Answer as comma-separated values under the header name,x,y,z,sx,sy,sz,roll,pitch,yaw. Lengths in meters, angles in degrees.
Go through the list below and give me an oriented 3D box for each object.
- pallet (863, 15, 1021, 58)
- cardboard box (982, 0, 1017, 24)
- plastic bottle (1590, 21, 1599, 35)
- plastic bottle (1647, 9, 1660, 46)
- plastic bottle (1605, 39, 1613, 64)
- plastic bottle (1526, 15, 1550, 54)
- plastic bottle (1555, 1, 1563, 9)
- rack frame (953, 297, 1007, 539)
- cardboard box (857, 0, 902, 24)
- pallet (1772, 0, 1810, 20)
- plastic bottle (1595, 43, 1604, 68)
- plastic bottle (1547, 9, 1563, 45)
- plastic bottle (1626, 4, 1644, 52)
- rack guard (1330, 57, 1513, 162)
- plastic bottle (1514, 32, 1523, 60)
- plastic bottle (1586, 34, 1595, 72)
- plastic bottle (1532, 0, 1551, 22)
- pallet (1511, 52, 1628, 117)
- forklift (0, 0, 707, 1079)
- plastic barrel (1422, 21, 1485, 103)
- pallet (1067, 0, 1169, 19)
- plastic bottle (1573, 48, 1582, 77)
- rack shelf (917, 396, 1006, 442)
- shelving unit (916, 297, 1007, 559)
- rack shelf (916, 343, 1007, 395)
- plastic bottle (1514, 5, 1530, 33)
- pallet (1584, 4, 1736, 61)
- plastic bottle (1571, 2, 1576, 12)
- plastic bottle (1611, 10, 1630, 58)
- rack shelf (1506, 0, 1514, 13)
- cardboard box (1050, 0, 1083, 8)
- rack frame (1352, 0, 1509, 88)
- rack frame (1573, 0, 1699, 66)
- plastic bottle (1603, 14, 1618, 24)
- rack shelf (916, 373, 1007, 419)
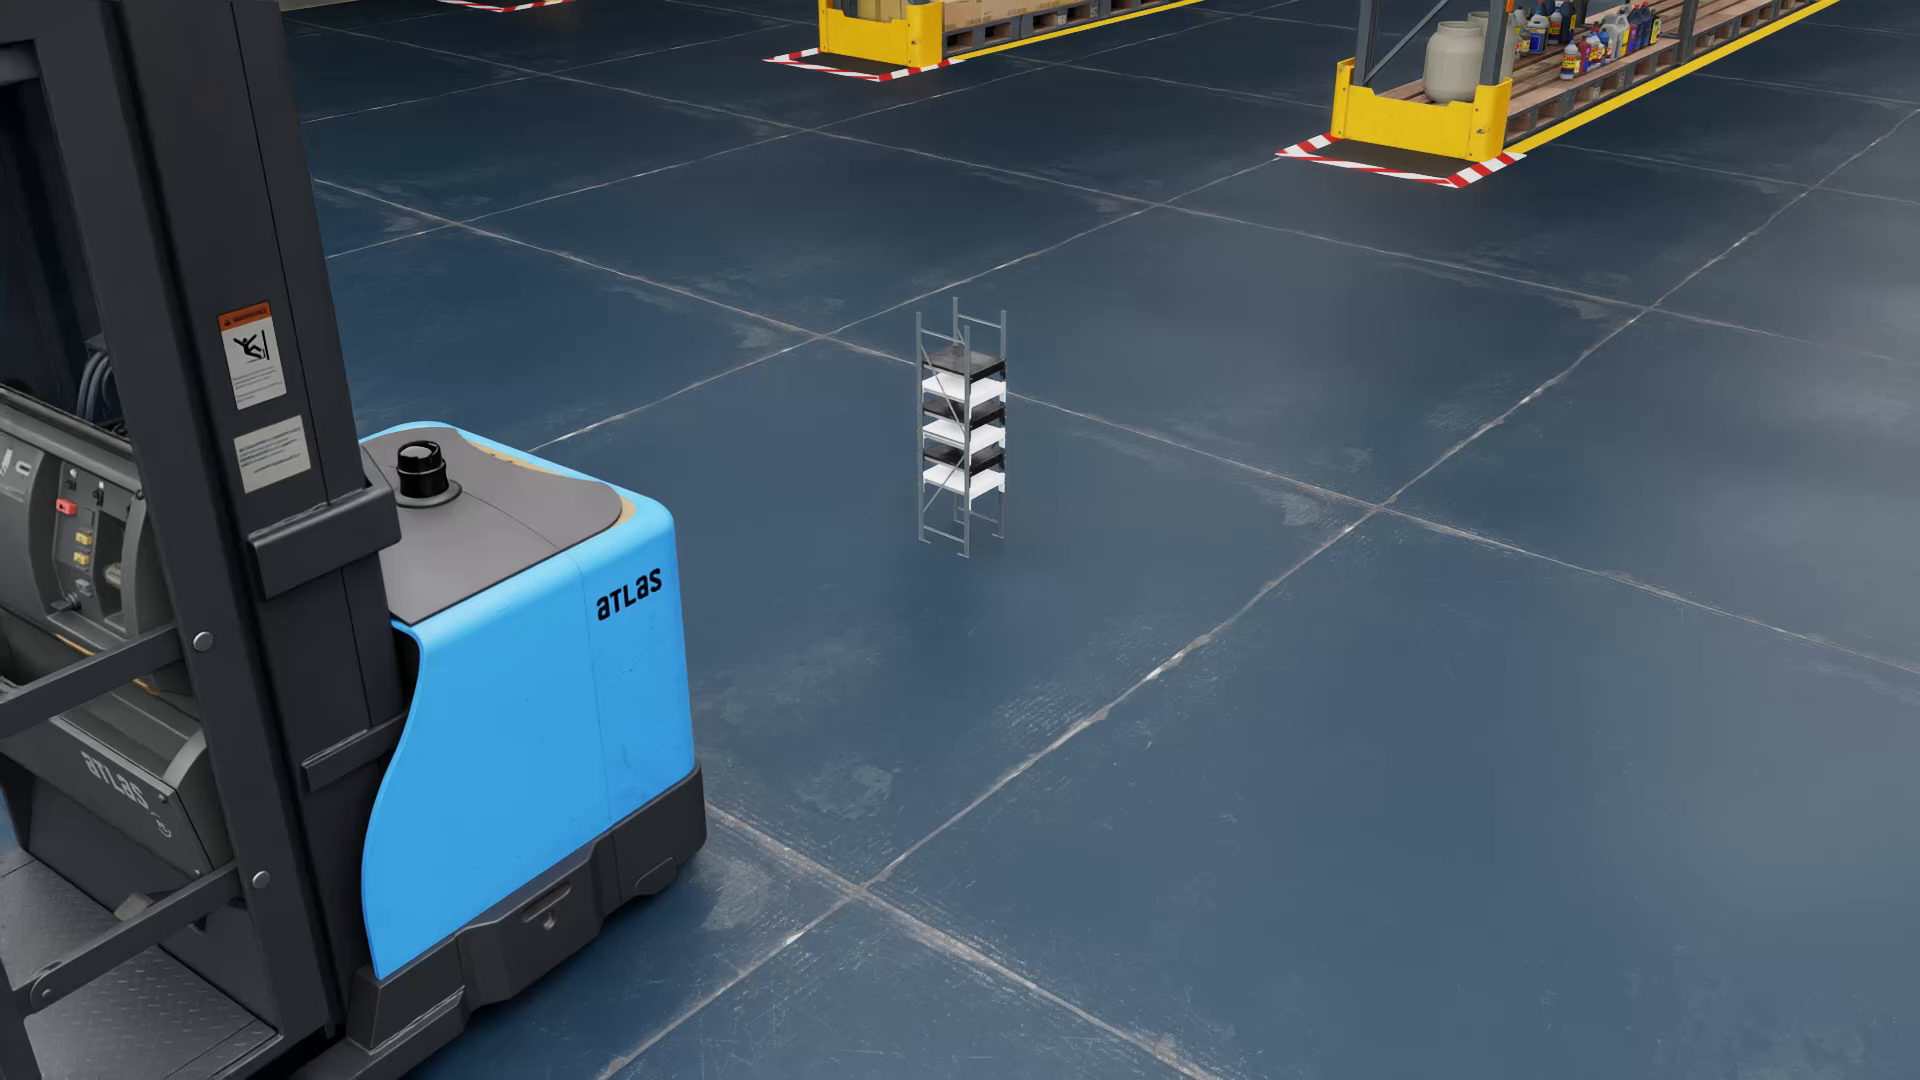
name,x,y,z,sx,sy,sz,roll,pitch,yaw
pallet,-0.216,-4.540,14.796,1.003,0.211,1.213,21,34,34
cardboard box,0.158,-4.764,14.730,0.500,0.250,0.500,21,34,34
plastic bottle,4.990,-3.933,13.065,0.061,0.283,0.133,21,34,34
plastic bottle,5.642,-4.186,13.555,0.061,0.283,0.133,23,35,37
plastic bottle,5.019,-3.815,12.928,0.097,0.201,0.097,0,27,0
plastic bottle,4.600,-4.033,13.267,0.152,0.276,0.135,21,34,34
plastic bottle,4.968,-4.343,13.865,0.152,0.276,0.135,22,35,36
rack frame,0.070,-0.439,6.118,0.240,0.900,0.006,21,34,34
cardboard box,-0.557,-4.737,14.678,0.500,0.250,0.500,21,34,34
pallet,7.715,-5.381,16.421,1.003,0.211,1.213,21,34,34
plastic bottle,4.888,-3.743,12.787,0.097,0.201,0.097,0,27,0
plastic bottle,4.861,-4.196,13.588,0.097,0.271,0.097,0,27,0
plastic bottle,5.384,-4.103,13.320,0.144,0.351,0.185,19,33,32
rack guard,3.162,-2.977,11.460,1.175,0.500,0.348,21,34,34
plastic bottle,4.357,-3.879,13.050,0.097,0.201,0.097,0,27,0
plastic bottle,4.761,-3.703,12.634,0.097,0.271,0.097,0,27,0
plastic bottle,4.740,-4.251,13.608,0.144,0.351,0.185,19,33,32
pallet,4.459,-3.565,12.912,1.003,0.211,1.213,21,34,34
forklift,-1.965,-0.019,3.097,1.130,2.935,3.031,19,33,32
plastic barrel,3.509,-3.383,11.776,0.421,0.512,0.421,0,27,0
pallet,1.336,-5.405,16.469,1.003,0.211,1.213,21,34,34
plastic bottle,4.609,-3.587,12.486,0.097,0.201,0.097,0,27,0
rack shelf,0.005,-0.453,6.023,0.258,0.077,0.200,21,34,34
shelving unit,0.005,-0.403,6.049,0.258,0.900,0.210,21,34,34
rack shelf,0.005,-0.613,5.940,0.258,0.077,0.200,21,34,34
plastic bottle,4.470,-4.101,13.316,0.144,0.351,0.185,20,34,34
pallet,6.163,-4.516,14.749,1.003,0.211,1.213,21,34,34
plastic bottle,5.051,-4.315,13.804,0.061,0.283,0.133,21,34,34
plastic bottle,5.179,-3.988,13.099,0.144,0.351,0.185,21,34,34
rack shelf,4.422,-4.436,12.343,1.077,0.370,4.000,21,34,34
cardboard box,0.798,-5.117,15.412,0.500,0.250,0.500,21,34,34
rack frame,3.149,-4.046,10.807,1.000,3.000,0.127,21,34,34
rack frame,5.694,-5.464,13.548,1.000,3.000,0.127,21,34,34
plastic bottle,5.254,-4.104,13.404,0.152,0.276,0.135,21,34,34
rack shelf,0.005,-0.533,5.981,0.258,0.077,0.200,21,34,34
